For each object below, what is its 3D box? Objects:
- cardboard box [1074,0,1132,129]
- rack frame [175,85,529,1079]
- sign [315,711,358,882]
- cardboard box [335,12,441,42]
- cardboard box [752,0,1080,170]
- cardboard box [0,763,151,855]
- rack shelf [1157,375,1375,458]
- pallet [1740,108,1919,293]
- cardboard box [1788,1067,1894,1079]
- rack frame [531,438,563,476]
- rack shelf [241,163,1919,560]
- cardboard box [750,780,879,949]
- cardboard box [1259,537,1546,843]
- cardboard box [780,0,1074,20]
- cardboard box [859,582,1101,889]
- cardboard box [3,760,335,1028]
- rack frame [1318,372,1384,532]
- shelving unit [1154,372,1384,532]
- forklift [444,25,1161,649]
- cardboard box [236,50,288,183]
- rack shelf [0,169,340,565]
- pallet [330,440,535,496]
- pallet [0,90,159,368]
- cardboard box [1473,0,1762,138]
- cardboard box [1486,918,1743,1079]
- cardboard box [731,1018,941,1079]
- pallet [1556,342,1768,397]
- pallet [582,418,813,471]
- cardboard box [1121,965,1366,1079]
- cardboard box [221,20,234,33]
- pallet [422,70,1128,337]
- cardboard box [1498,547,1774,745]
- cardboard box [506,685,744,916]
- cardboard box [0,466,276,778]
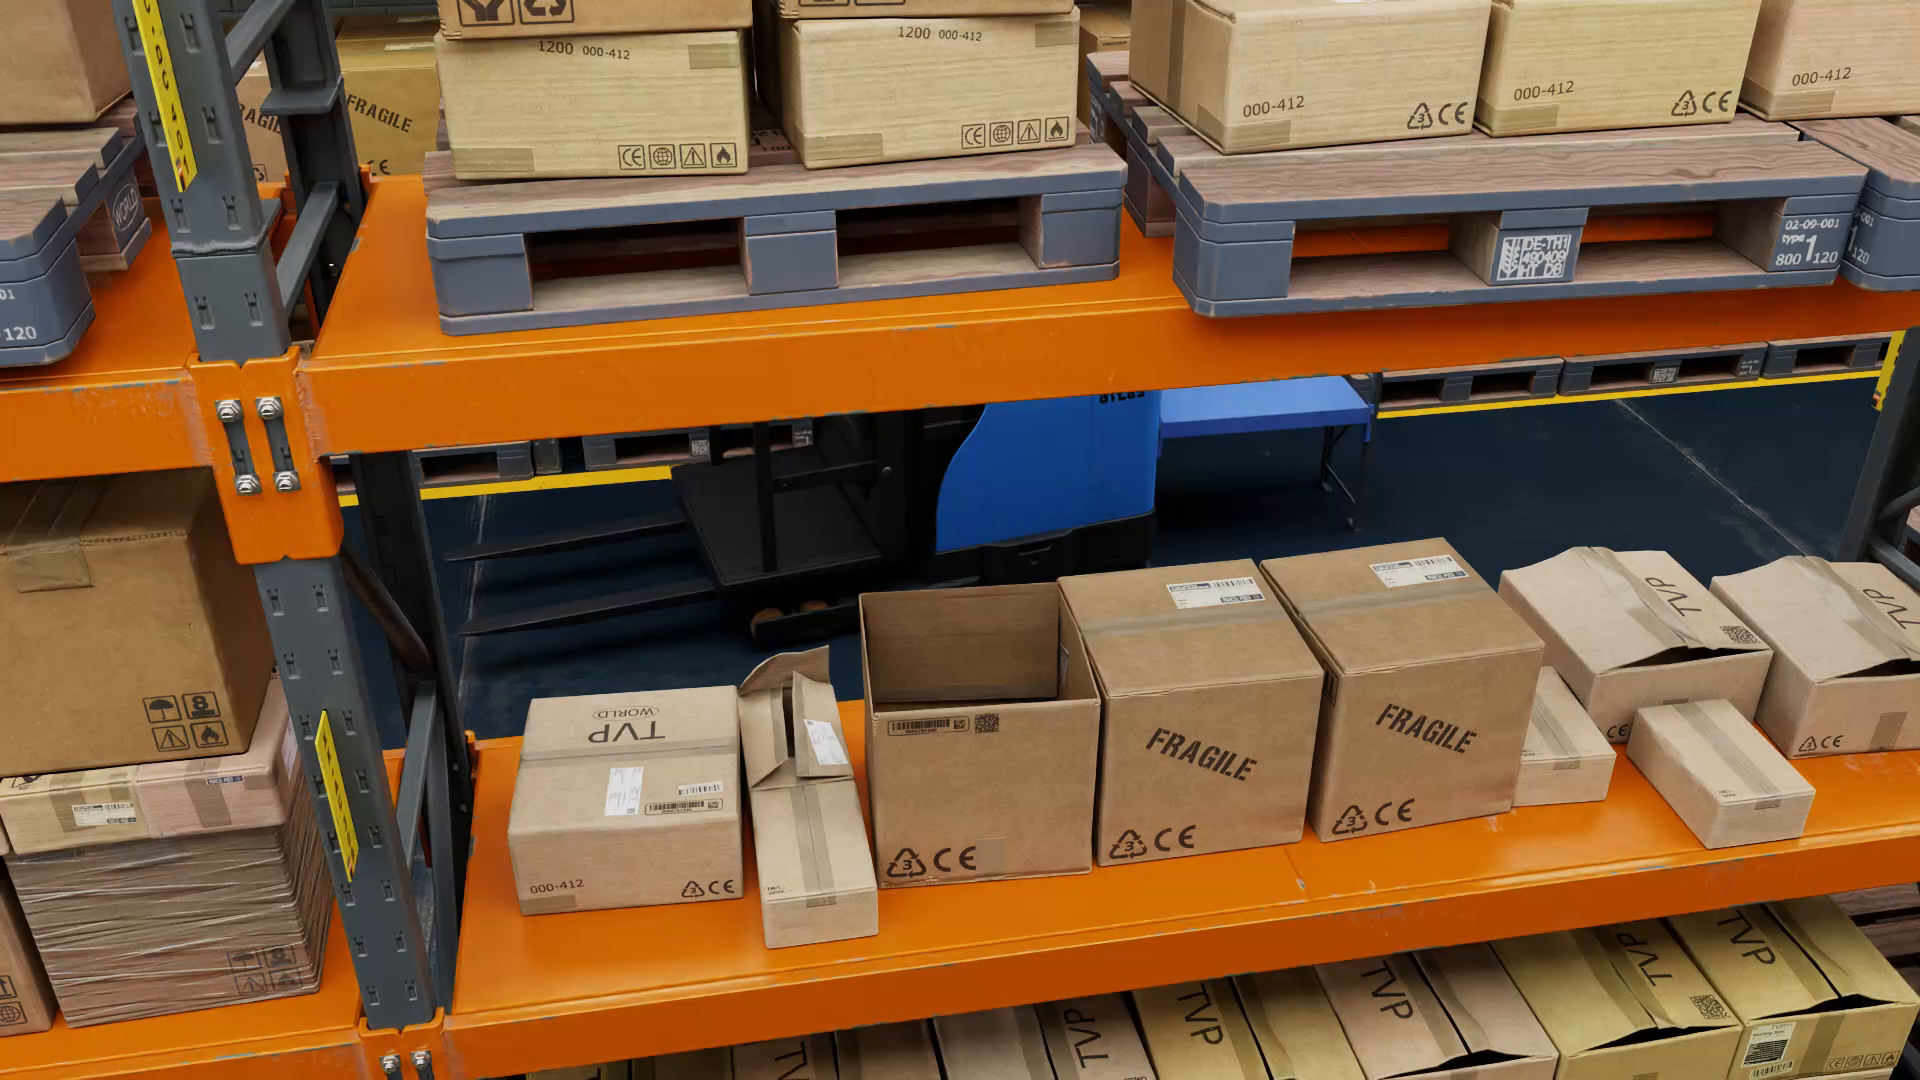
[{"bbox_3d":[0.789,-2.351,8.257,0.500,0.500,0.700,-8,31,-14],"label":"cardboard box"},{"bbox_3d":[-1.245,0.604,3.764,0.127,3.000,1.000,-5,31,-9],"label":"rack frame"},{"bbox_3d":[-1.143,0.473,3.054,0.005,0.325,0.100,-5,31,-9],"label":"sign"},{"bbox_3d":[-2.641,-2.194,7.911,0.500,0.500,0.500,-6,31,-10],"label":"cardboard box"},{"bbox_3d":[-0.097,-0.909,3.110,0.500,0.250,0.500,-8,31,-14],"label":"cardboard box"},{"bbox_3d":[-1.717,0.434,3.314,0.250,0.149,0.380,-6,31,-10],"label":"cardboard box"},{"bbox_3d":[1.331,-0.615,7.671,1.000,0.185,0.538,-5,31,-8],"label":"rack shelf"},{"bbox_3d":[2.038,-0.867,3.491,1.003,0.211,1.213,-4,31,-7],"label":"pallet"},{"bbox_3d":[2.216,1.412,4.687,0.500,0.250,0.500,-5,31,-8],"label":"cardboard box"},{"bbox_3d":[-2.141,-1.866,7.964,0.127,3.000,1.000,-5,31,-9],"label":"rack frame"},{"bbox_3d":[0.723,-0.562,3.497,4.000,0.370,1.077,-5,31,-9],"label":"rack shelf"},{"bbox_3d":[-0.336,0.733,3.792,0.250,0.149,0.380,-5,31,-9],"label":"cardboard box"},{"bbox_3d":[1.042,0.357,4.085,0.500,0.500,0.500,-7,31,-12],"label":"cardboard box"},{"bbox_3d":[-0.075,-1.229,2.916,0.500,0.500,0.500,-2,31,-4],"label":"cardboard box"},{"bbox_3d":[0.032,0.450,3.926,0.500,0.500,0.500,-3,31,-5],"label":"cardboard box"},{"bbox_3d":[-1.680,0.604,3.664,0.500,0.500,0.700,-6,31,-10],"label":"cardboard box"},{"bbox_3d":[1.833,-0.812,7.651,0.032,1.500,0.500,-5,31,-8],"label":"rack frame"},{"bbox_3d":[1.331,-0.770,7.580,1.048,1.500,0.538,-5,31,-8],"label":"shelving unit"},{"bbox_3d":[-0.698,-1.110,6.746,3.031,2.935,1.130,-10,32,-17],"label":"forklift"},{"bbox_3d":[-3.040,-1.887,7.389,0.500,0.500,0.500,-5,31,-9],"label":"cardboard box"},{"bbox_3d":[-3.212,-0.197,2.876,4.000,0.370,1.077,-5,31,-9],"label":"rack shelf"},{"bbox_3d":[-2.795,-0.585,8.536,1.213,0.211,1.003,-5,31,-9],"label":"pallet"},{"bbox_3d":[-2.079,-0.560,2.872,1.213,0.211,1.003,-5,31,-9],"label":"pallet"},{"bbox_3d":[1.177,-0.998,3.262,0.500,0.250,0.500,-6,31,-10],"label":"cardboard box"},{"bbox_3d":[1.709,1.222,4.457,0.500,0.311,0.500,-6,31,-10],"label":"cardboard box"},{"bbox_3d":[-0.300,1.410,4.139,0.500,0.311,0.500,-6,31,-10],"label":"cardboard box"},{"bbox_3d":[3.781,-1.173,9.537,1.213,0.211,1.003,-5,31,-9],"label":"pallet"},{"bbox_3d":[-1.375,-0.736,8.793,1.213,0.211,1.003,-5,31,-9],"label":"pallet"},{"bbox_3d":[0.719,1.312,4.305,0.500,0.311,0.500,-4,31,-8],"label":"cardboard box"},{"bbox_3d":[-3.641,-2.106,7.761,0.500,0.500,0.500,-4,31,-8],"label":"cardboard box"},{"bbox_3d":[-0.379,-0.694,3.200,1.217,0.209,0.805,-7,31,-11],"label":"pallet"},{"bbox_3d":[1.775,0.262,4.433,0.500,0.311,0.500,-6,31,-10],"label":"cardboard box"},{"bbox_3d":[-0.768,0.602,3.916,0.500,0.250,0.500,-3,31,-6],"label":"cardboard box"},{"bbox_3d":[-1.680,0.045,3.336,0.500,0.500,0.700,-5,31,-9],"label":"cardboard box"}]
